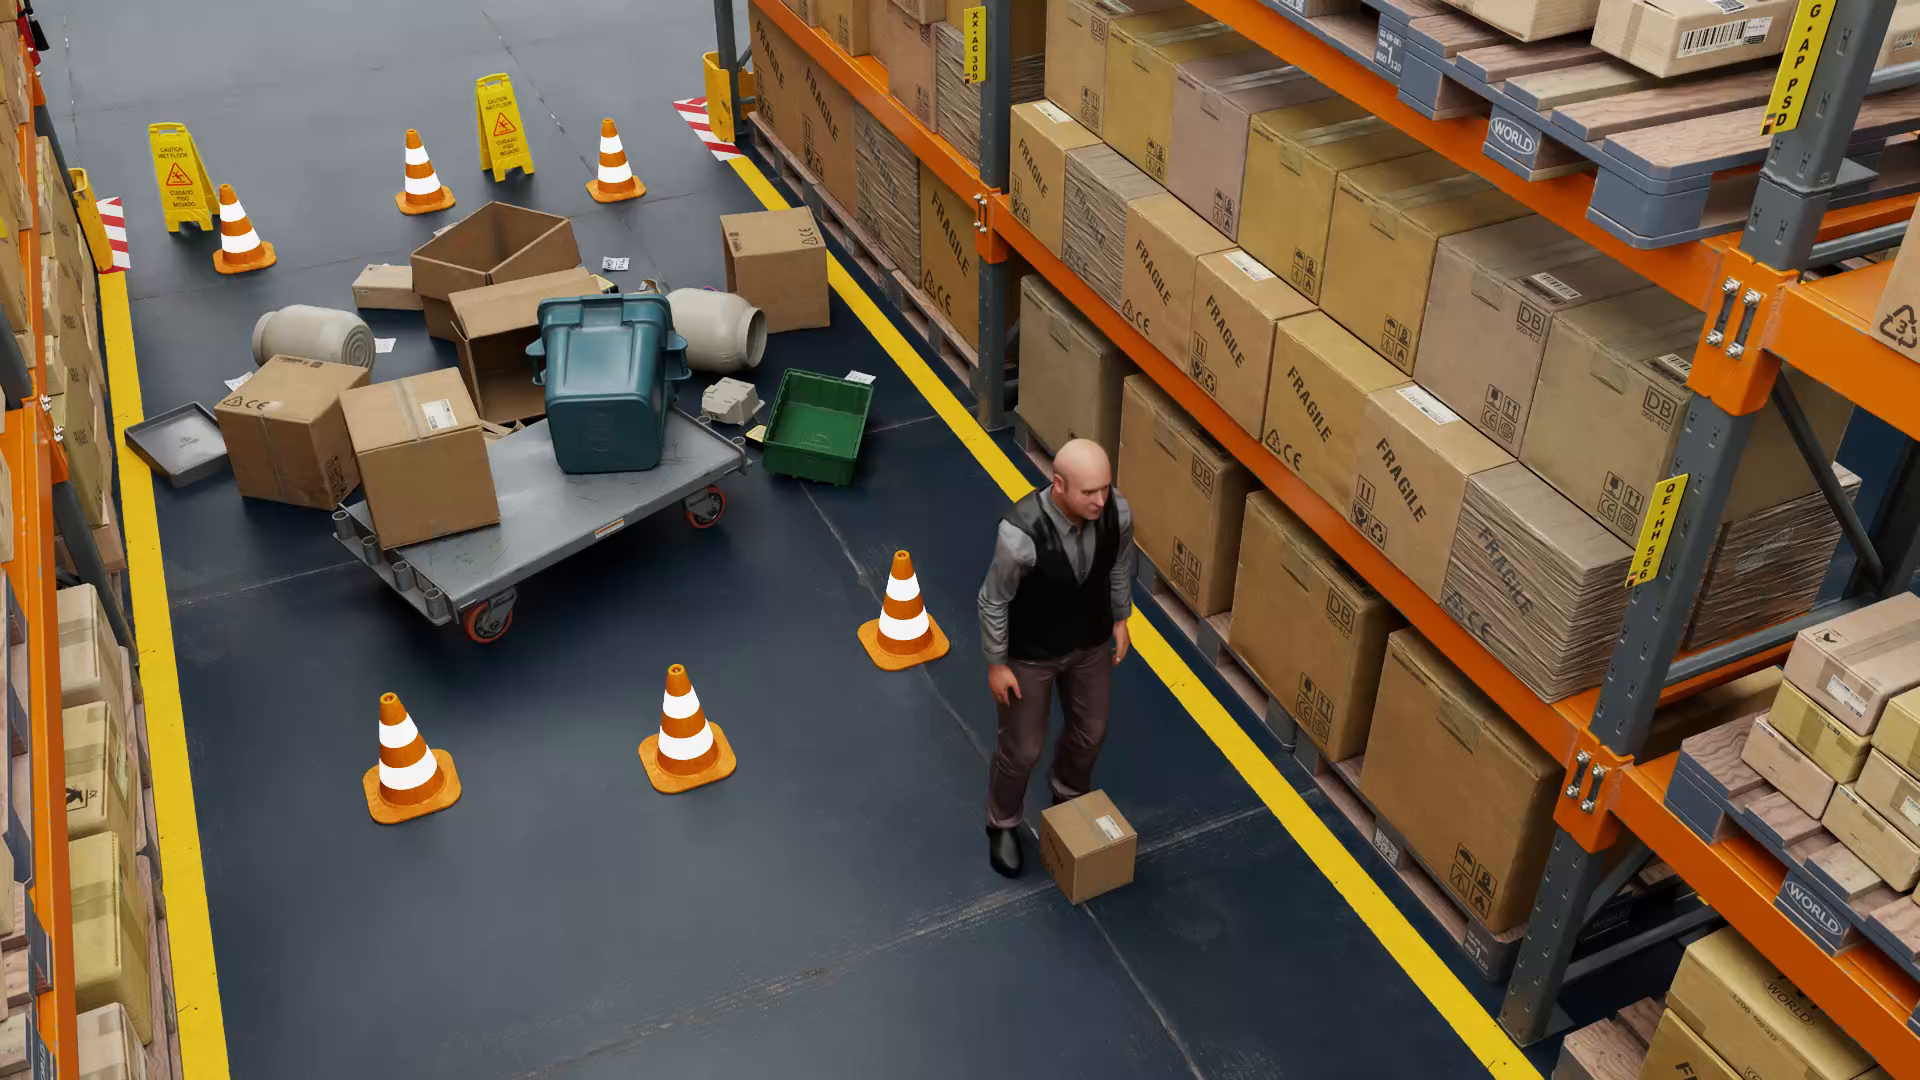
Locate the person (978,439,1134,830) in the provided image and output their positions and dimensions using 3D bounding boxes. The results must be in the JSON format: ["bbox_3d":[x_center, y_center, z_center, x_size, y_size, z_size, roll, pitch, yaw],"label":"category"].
[{"bbox_3d":[0.323,0.331,5.686,0.583,1.663,0.412,-18,41,-22],"label":"person"}]
